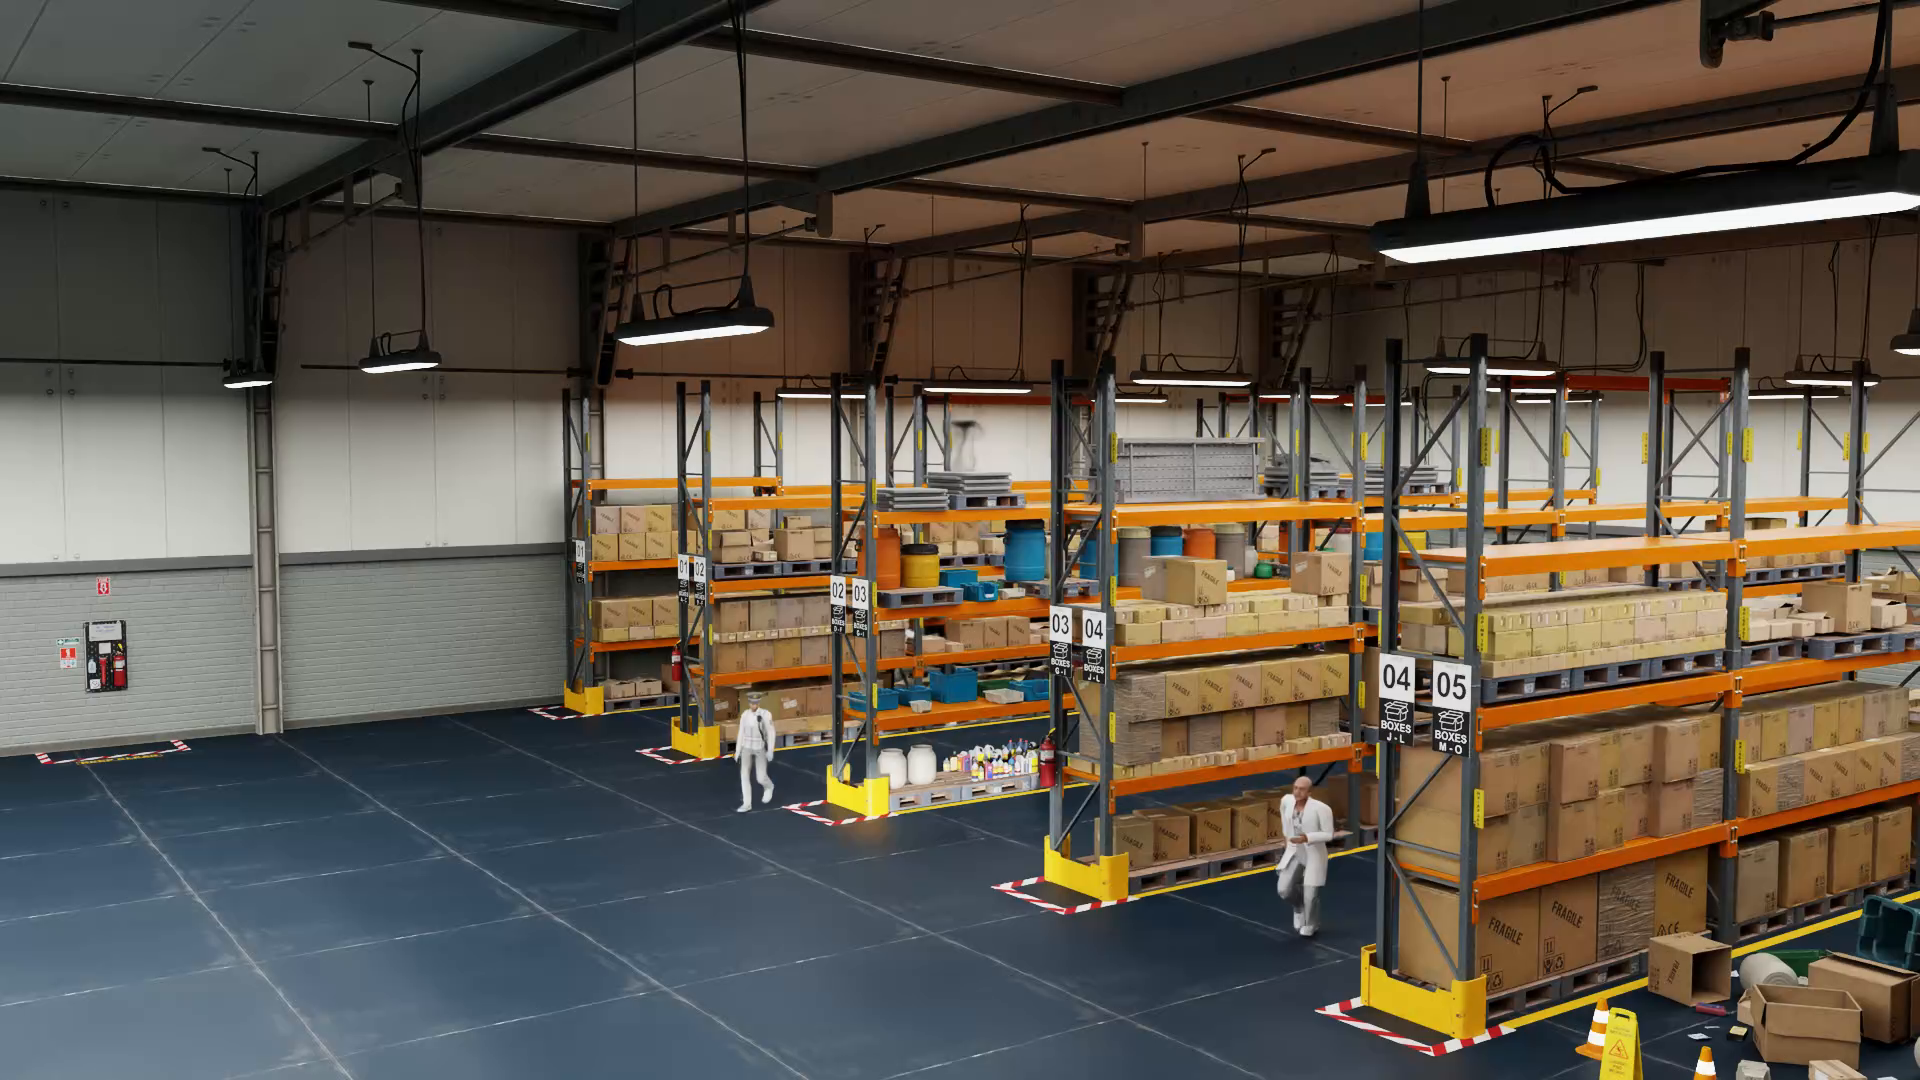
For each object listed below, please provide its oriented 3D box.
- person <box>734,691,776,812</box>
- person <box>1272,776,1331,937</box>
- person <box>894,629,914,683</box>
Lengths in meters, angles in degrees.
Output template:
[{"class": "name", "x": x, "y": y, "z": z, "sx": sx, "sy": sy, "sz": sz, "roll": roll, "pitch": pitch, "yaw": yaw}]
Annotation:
[{"class": "person", "x": -2.779, "y": 2.867, "z": 22.692, "sx": 0.559, "sy": 1.639, "sz": 0.555, "roll": 1, "pitch": 4, "yaw": 15}, {"class": "person", "x": 3.445, "y": 3.195, "z": 16.761, "sx": 0.653, "sy": 1.688, "sz": 0.872, "roll": 2, "pitch": 4, "yaw": 31}, {"class": "person", "x": -1.183, "y": 2.288, "z": 32.068, "sx": 0.585, "sy": 1.629, "sz": 0.591, "roll": -3, "pitch": 5, "yaw": -41}]
